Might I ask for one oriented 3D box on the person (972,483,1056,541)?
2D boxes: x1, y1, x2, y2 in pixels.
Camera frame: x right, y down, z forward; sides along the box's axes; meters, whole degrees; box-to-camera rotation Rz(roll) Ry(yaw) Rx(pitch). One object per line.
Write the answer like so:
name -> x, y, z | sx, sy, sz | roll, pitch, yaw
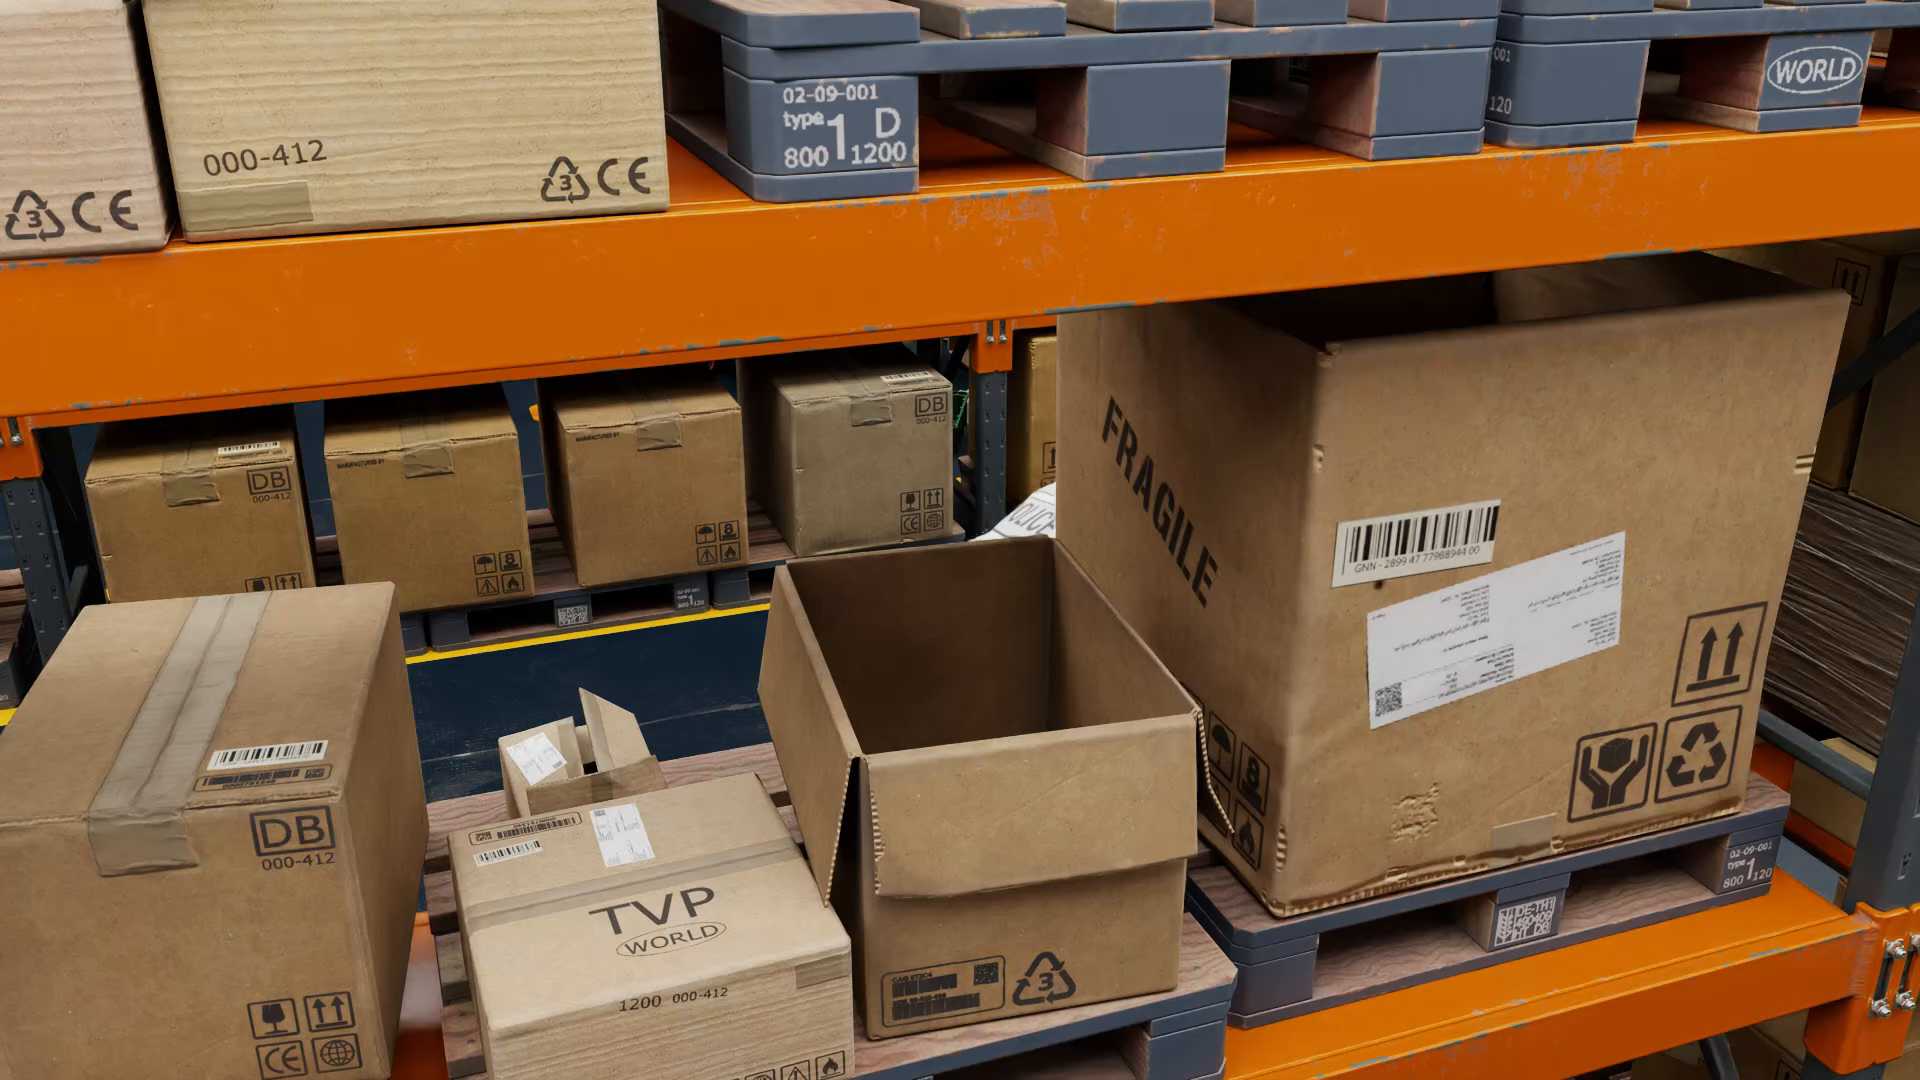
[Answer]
person -> 0.380, 0.147, 6.837 | 0.865, 0.829, 0.512 | -13, 26, -28
